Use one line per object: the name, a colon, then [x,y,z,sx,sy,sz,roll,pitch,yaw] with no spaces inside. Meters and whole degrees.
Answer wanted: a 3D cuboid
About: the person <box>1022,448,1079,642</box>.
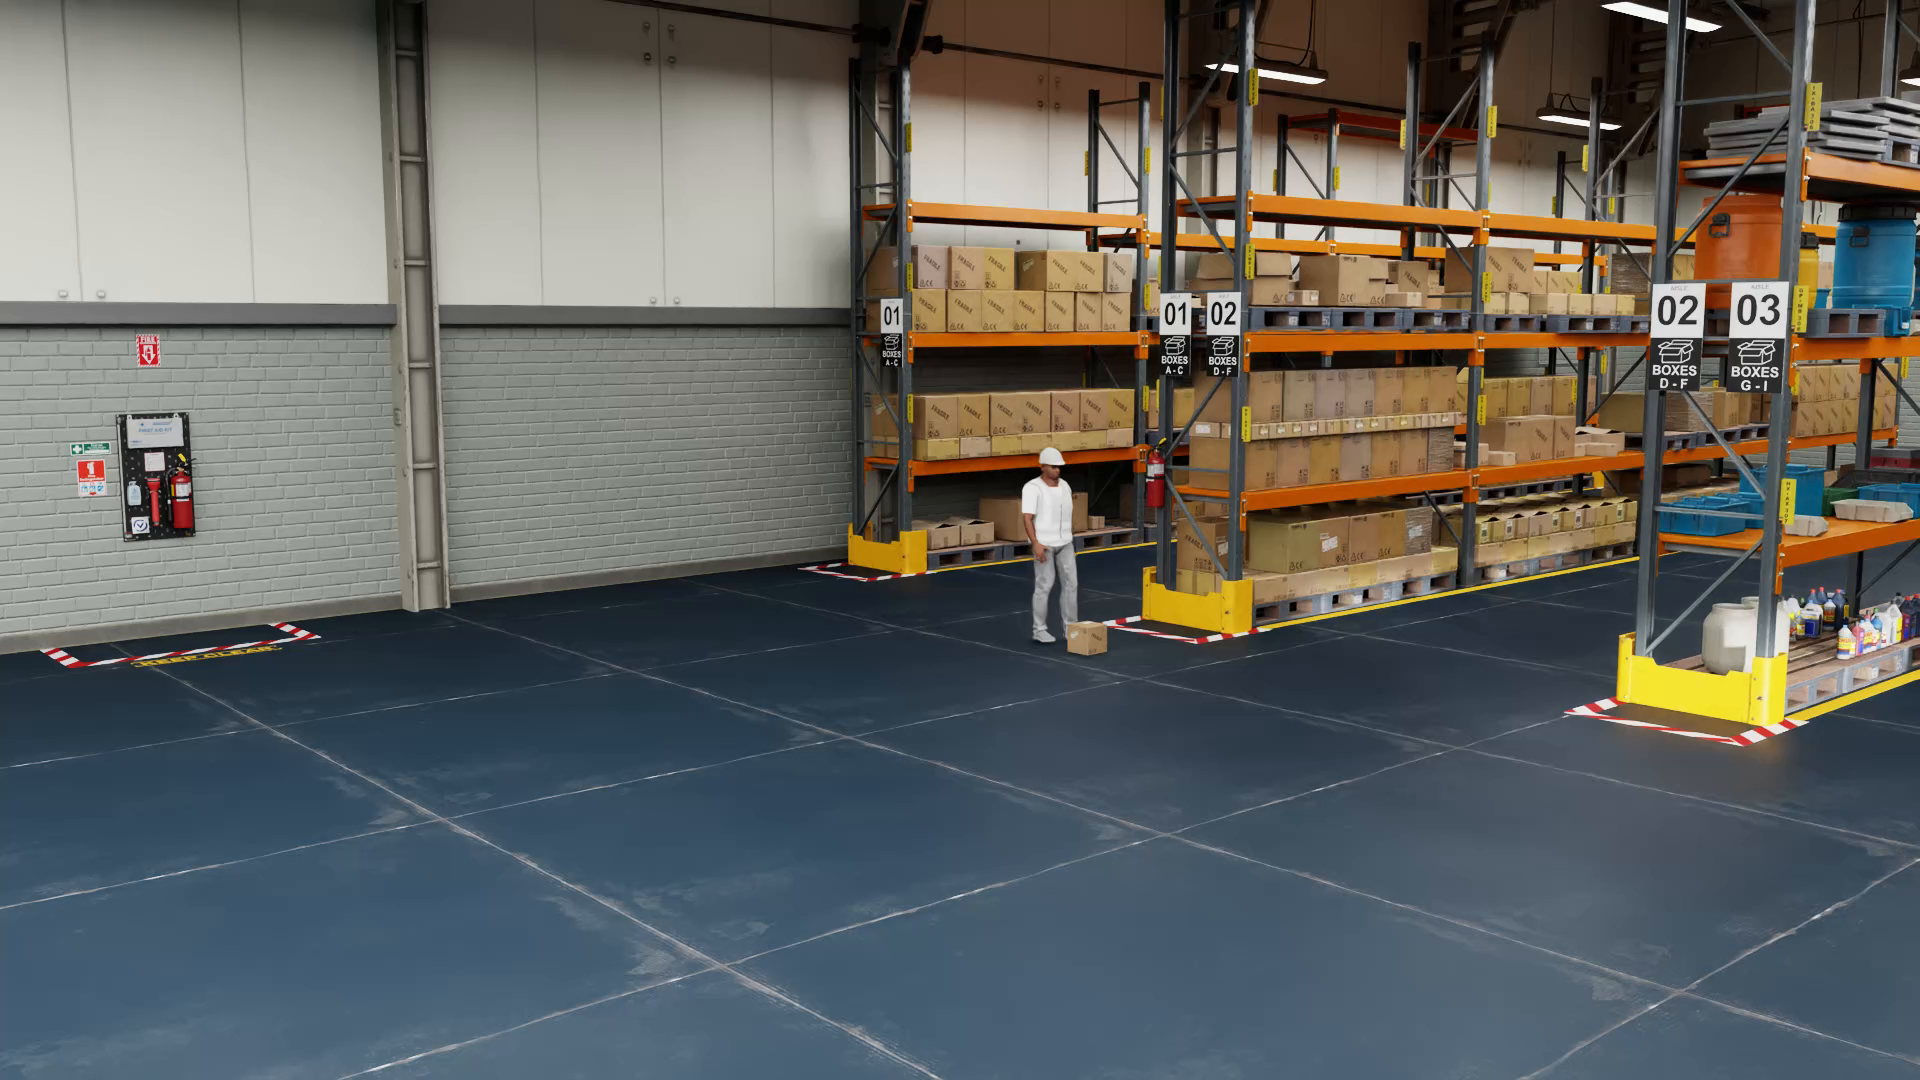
person: [0.872,0.067,15.123,0.612,1.802,0.519,-5,9,-36]
